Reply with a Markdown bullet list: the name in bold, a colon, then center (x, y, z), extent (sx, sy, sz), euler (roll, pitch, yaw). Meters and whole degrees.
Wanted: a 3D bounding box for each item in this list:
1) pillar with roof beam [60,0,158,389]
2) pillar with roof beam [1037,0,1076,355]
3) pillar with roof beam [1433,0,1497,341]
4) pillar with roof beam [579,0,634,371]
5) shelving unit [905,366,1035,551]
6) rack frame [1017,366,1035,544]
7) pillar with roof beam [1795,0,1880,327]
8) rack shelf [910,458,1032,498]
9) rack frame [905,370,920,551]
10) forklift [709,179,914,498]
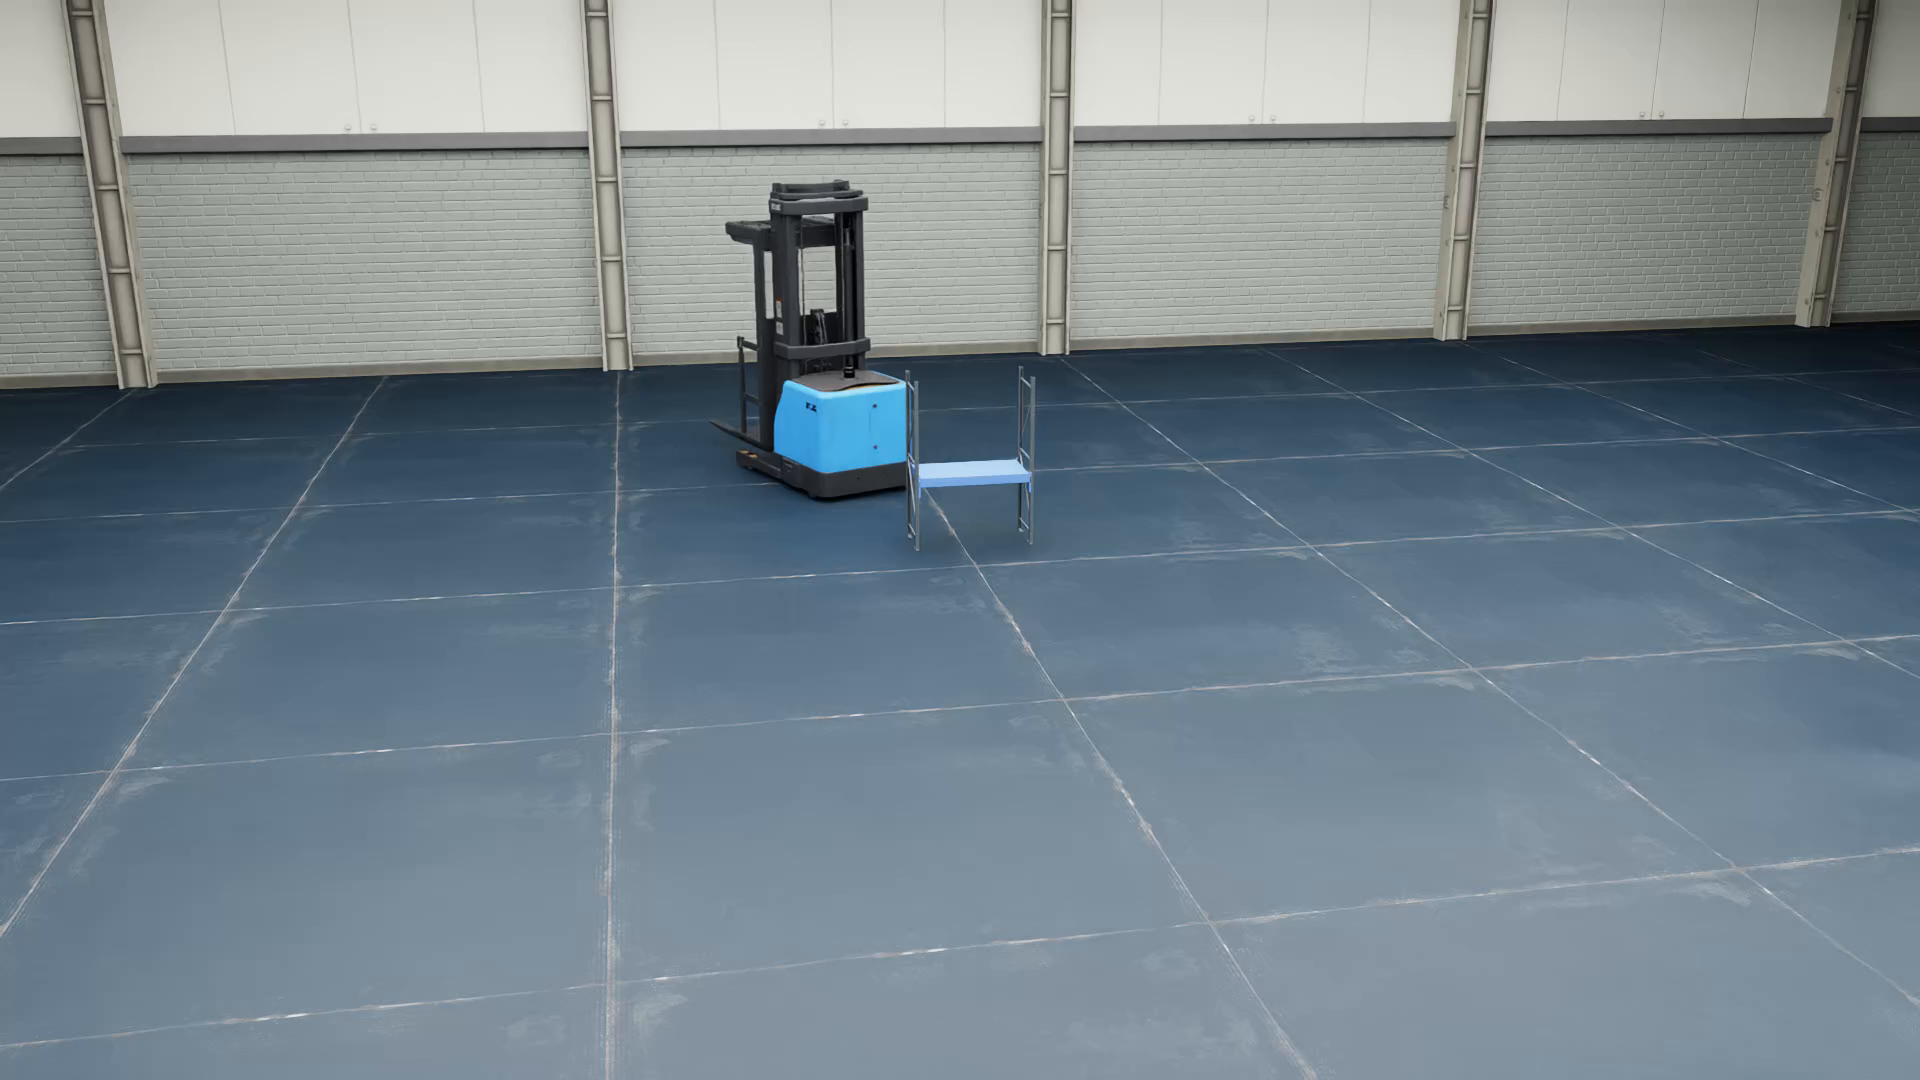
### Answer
- **pillar with roof beam**: center (-9.656, -5.026, 15.849), extent (0.400, 9.000, 9.100), euler (-3, 17, -10)
- **pillar with roof beam**: center (2.126, -5.694, 18.025), extent (0.400, 9.000, 9.100), euler (-3, 17, -10)
- **pillar with roof beam**: center (8.017, -6.029, 19.113), extent (0.400, 9.000, 9.100), euler (-3, 17, -10)
- **pillar with roof beam**: center (-3.765, -5.360, 16.937), extent (0.400, 9.000, 9.100), euler (-3, 17, -10)
- **shelving unit**: center (0.084, -0.722, 14.607), extent (1.048, 1.500, 0.538), euler (-3, 17, -10)
- **rack frame**: center (0.583, -0.750, 14.699), extent (0.032, 1.500, 0.500), euler (-3, 17, -10)
- **pillar with roof beam**: center (13.909, -6.363, 20.201), extent (0.400, 9.000, 9.100), euler (-3, 17, -10)
- **rack shelf**: center (0.084, -0.550, 14.660), extent (1.000, 0.185, 0.538), euler (-3, 17, -10)
- **rack frame**: center (-0.415, -0.693, 14.515), extent (0.032, 1.500, 0.500), euler (-3, 17, -10)
- **forklift**: center (-1.673, -2.184, 16.930), extent (1.130, 2.935, 3.031), euler (-11, 20, -31)
